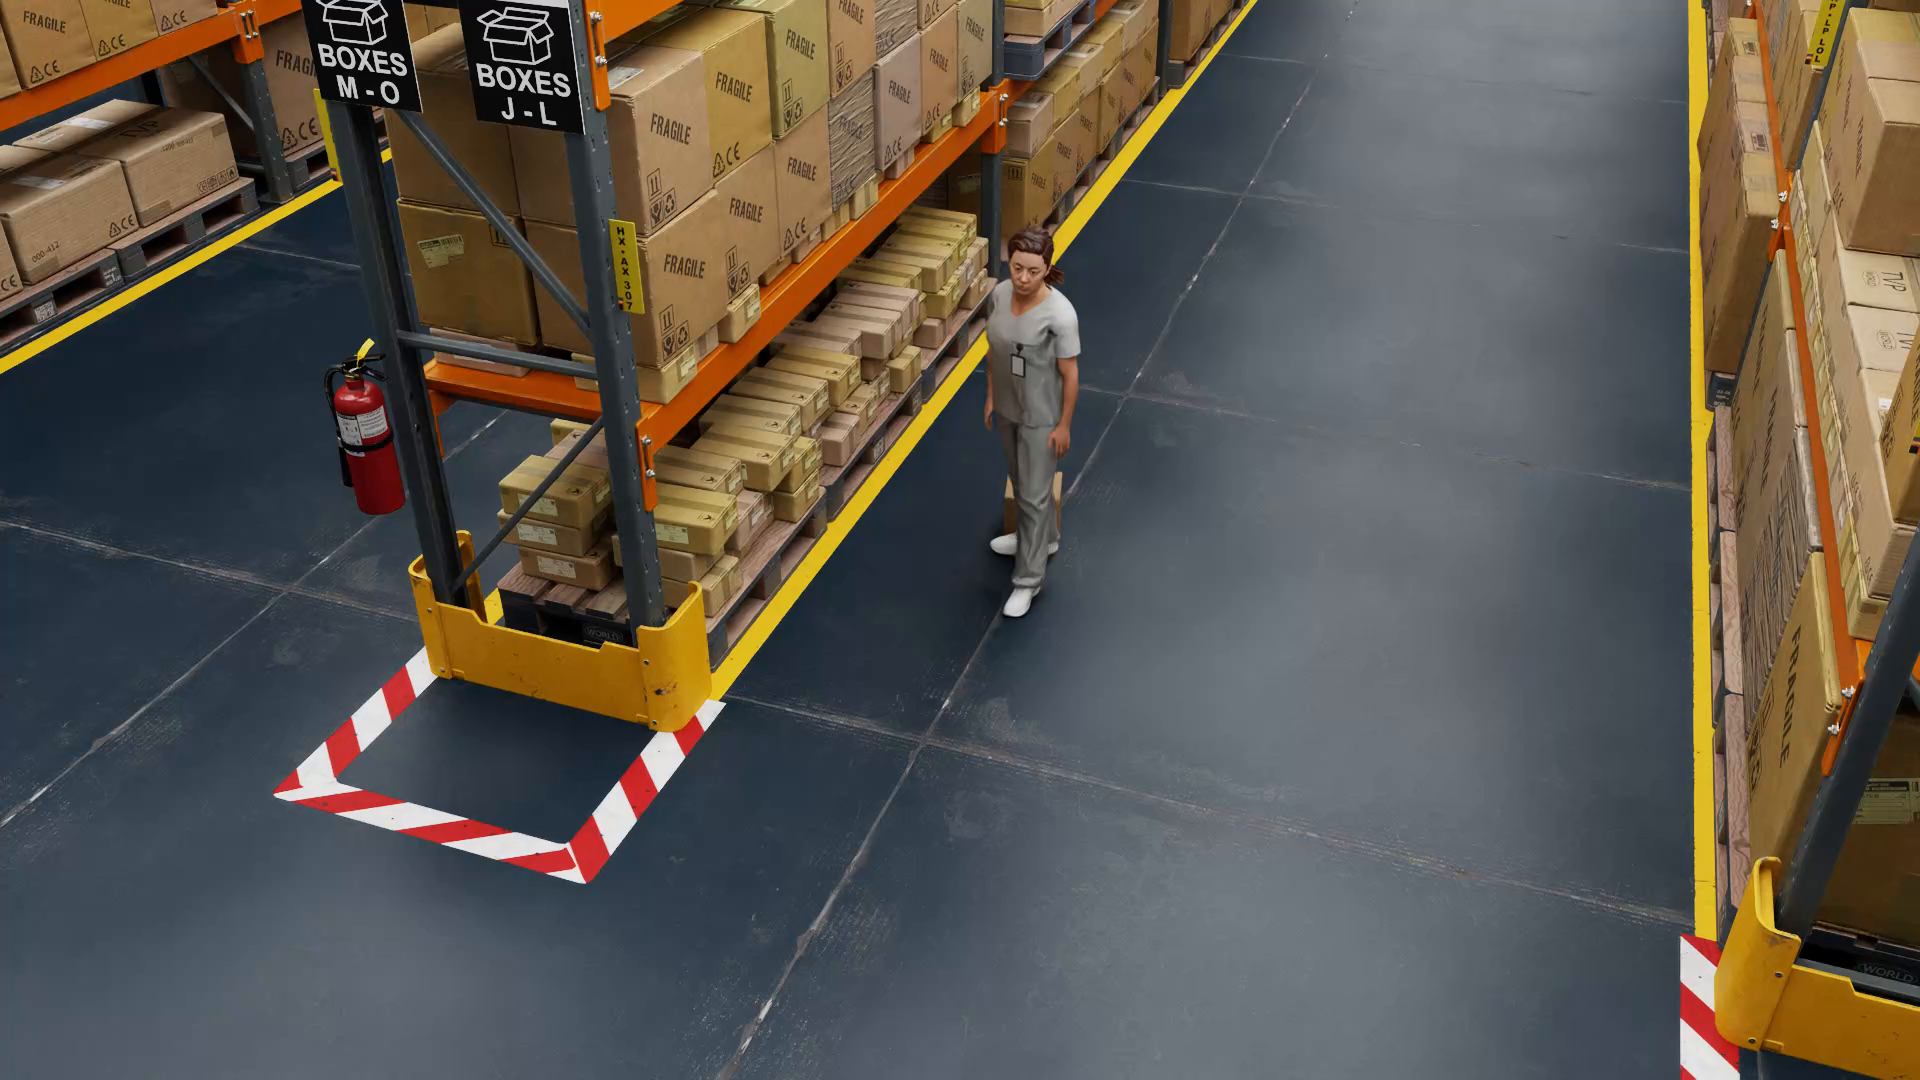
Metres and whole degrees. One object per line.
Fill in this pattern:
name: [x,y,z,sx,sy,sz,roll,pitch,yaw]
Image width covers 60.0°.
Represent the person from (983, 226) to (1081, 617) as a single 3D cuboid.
person: [0.272,-0.531,6.937,0.546,1.673,0.486,-26,41,-34]
